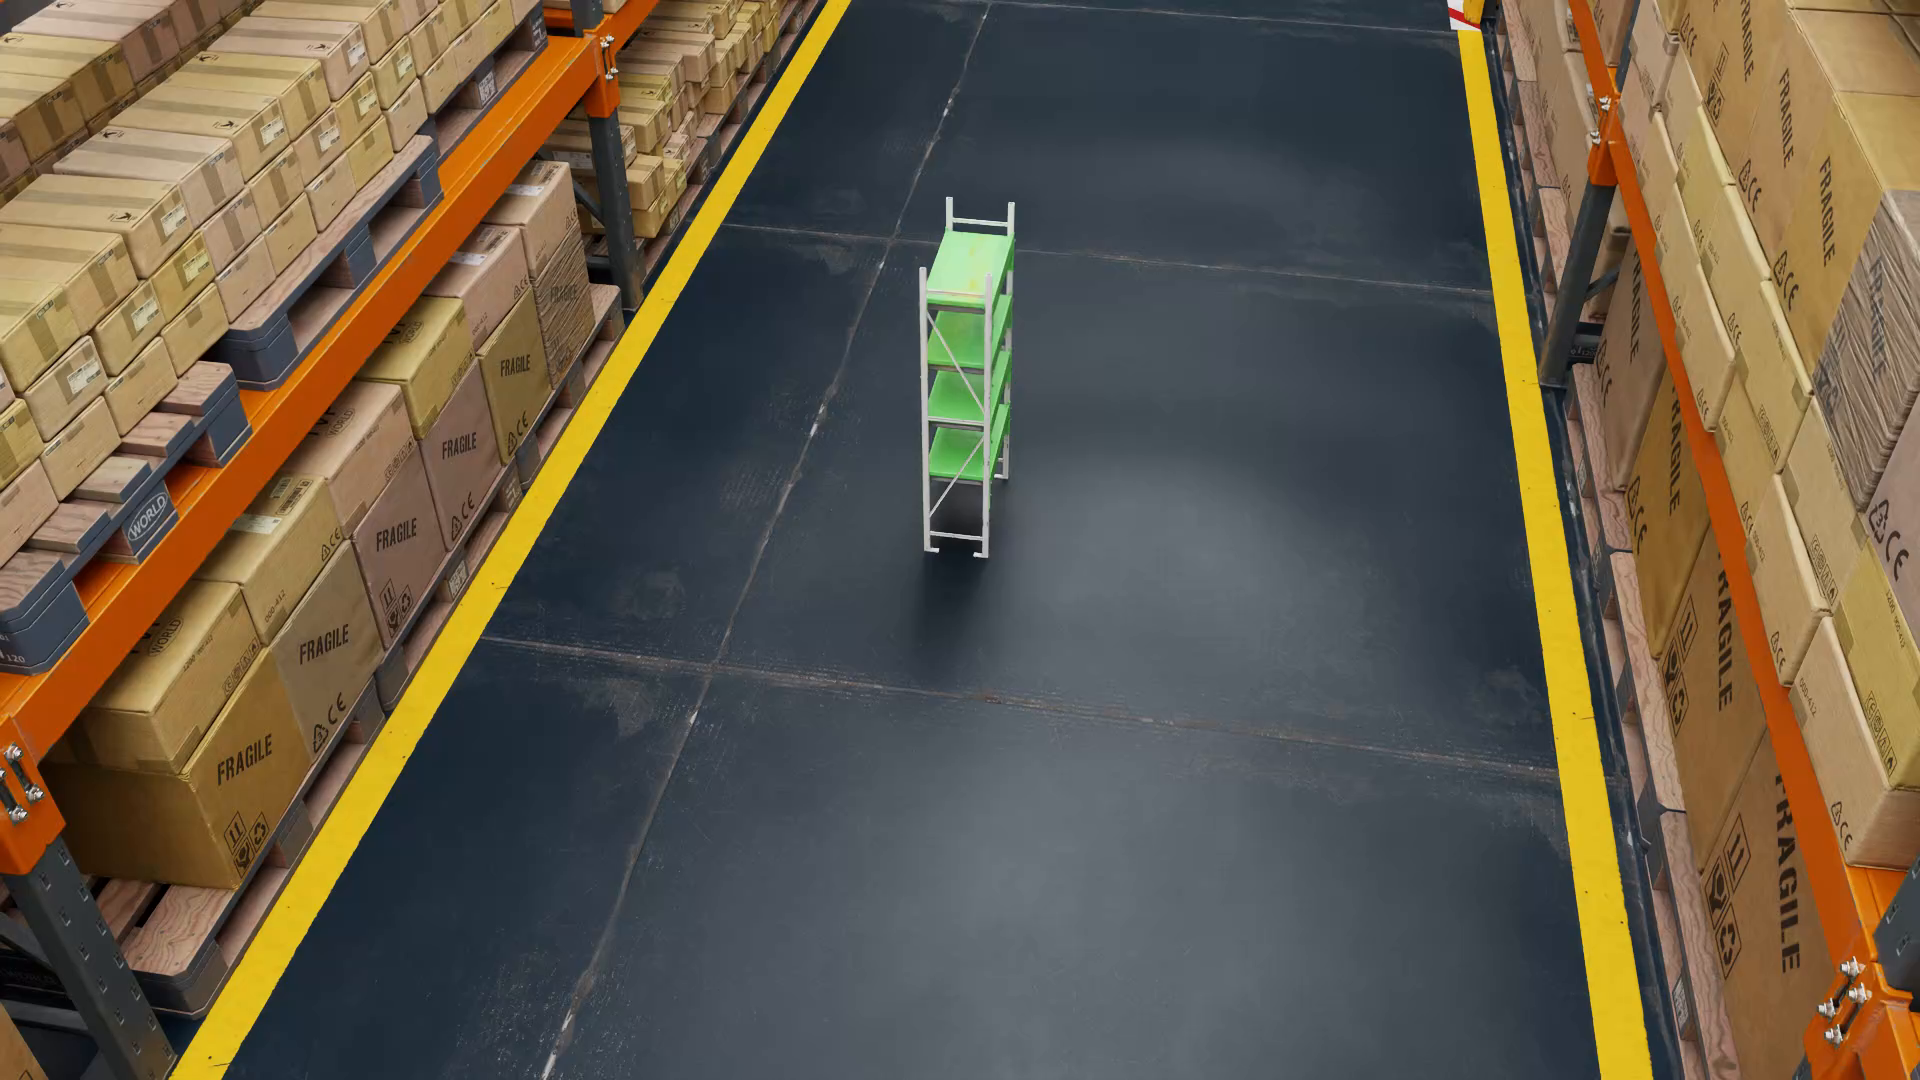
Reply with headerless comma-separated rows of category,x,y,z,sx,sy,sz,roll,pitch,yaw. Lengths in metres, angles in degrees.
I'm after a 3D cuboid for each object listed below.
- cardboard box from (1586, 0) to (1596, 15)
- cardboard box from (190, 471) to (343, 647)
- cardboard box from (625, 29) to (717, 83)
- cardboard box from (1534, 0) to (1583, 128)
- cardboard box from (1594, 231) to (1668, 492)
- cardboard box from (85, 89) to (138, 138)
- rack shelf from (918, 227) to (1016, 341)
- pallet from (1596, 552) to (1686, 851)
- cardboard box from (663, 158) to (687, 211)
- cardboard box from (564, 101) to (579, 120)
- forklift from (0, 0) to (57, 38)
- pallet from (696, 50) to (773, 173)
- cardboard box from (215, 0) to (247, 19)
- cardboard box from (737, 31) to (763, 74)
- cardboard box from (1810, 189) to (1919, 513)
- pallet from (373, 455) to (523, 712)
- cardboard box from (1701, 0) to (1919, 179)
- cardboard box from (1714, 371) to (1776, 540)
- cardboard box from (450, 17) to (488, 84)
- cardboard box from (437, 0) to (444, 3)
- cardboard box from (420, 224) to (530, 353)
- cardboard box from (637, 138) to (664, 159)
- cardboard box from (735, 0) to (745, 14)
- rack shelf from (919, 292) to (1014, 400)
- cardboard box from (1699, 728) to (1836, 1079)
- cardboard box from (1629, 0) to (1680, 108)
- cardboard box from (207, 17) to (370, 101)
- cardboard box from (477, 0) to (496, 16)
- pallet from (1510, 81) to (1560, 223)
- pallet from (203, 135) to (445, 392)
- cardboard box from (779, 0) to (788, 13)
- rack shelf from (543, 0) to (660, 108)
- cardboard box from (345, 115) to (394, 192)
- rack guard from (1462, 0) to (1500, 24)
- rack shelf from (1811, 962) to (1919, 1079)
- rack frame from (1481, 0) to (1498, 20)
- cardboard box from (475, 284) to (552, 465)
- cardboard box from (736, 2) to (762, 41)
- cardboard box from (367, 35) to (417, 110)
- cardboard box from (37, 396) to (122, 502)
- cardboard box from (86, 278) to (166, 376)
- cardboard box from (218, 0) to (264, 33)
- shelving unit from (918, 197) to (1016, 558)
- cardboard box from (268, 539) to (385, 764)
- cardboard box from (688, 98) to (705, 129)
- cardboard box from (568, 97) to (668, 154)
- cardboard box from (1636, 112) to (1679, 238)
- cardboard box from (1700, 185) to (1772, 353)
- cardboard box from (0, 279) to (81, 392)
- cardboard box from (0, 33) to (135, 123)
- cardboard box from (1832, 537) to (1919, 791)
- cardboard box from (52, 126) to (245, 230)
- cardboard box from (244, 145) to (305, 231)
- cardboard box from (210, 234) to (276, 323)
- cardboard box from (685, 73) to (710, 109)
cardboard box,2.864,-2.466,6.800,0.500,0.500,0.500,5,40,7
cardboard box,-2.188,0.032,4.901,0.500,0.250,0.500,6,40,7
cardboard box,-1.429,-2.400,8.240,0.380,0.149,0.250,7,40,9
cardboard box,3.478,-2.469,8.563,0.875,0.438,0.875,7,40,9
cardboard box,2.923,-0.730,6.116,0.875,0.875,0.875,8,40,9
cardboard box,-2.731,-1.268,5.064,0.380,0.149,0.250,6,40,7
rack shelf,0.029,-0.887,5.728,0.258,0.148,0.480,6,40,8
pallet,2.684,0.551,5.418,1.003,0.211,1.213,6,40,8
cardboard box,-1.515,-1.690,7.848,0.380,0.149,0.250,8,40,9
cardboard box,-1.996,-2.165,8.189,0.380,0.149,0.250,7,40,8
forklift,-4.634,-2.018,6.391,1.130,2.935,3.031,8,40,9
pallet,-1.651,-2.386,8.970,1.003,0.211,1.213,6,40,8
cardboard box,-2.597,-1.872,5.561,0.380,0.149,0.250,6,40,7
cardboard box,-1.289,-2.666,9.028,0.380,0.149,0.250,7,40,9
cardboard box,2.172,-0.374,3.486,0.500,0.500,0.500,7,40,8
pallet,-2.283,0.064,6.006,1.003,0.211,1.213,6,40,8
cardboard box,2.443,-1.327,4.638,0.500,0.500,0.500,5,40,7
cardboard box,2.268,-0.199,4.254,0.500,0.250,0.500,6,40,7
cardboard box,-1.904,-1.742,5.870,0.380,0.149,0.250,6,40,8
cardboard box,-1.910,-1.957,5.664,0.380,0.149,0.250,5,40,6
cardboard box,-1.923,-0.938,6.074,0.500,0.250,0.500,8,40,10
cardboard box,-1.608,-1.806,7.754,0.380,0.149,0.250,7,40,8
cardboard box,-1.364,-2.898,8.842,0.380,0.149,0.250,5,40,6
rack shelf,0.029,-0.702,5.881,0.258,0.148,0.480,6,40,8
cardboard box,2.461,0.958,4.075,0.875,0.875,0.875,6,40,7
cardboard box,2.598,-1.674,5.647,0.500,0.250,0.500,5,40,6
cardboard box,-2.044,-1.470,5.075,0.380,0.149,0.250,5,40,6
cardboard box,-1.860,-2.010,5.961,0.380,0.149,0.250,7,40,8
pallet,3.369,-1.946,8.439,1.003,0.211,1.213,6,40,8
pallet,-2.331,-0.930,5.171,1.003,0.211,1.213,6,40,8
cardboard box,-1.210,-3.158,9.624,0.380,0.149,0.250,6,40,7
rack shelf,-1.595,-3.245,8.385,1.077,0.370,4.000,6,40,8
cardboard box,-2.037,-1.243,5.267,0.380,0.149,0.250,8,40,10
rack guard,3.648,-3.347,9.905,1.175,0.500,0.348,6,40,8
rack shelf,1.914,2.258,1.729,1.077,0.370,4.000,6,40,8
rack frame,3.644,-4.295,9.091,1.000,3.000,0.127,6,40,8
cardboard box,-1.910,-0.651,6.316,0.500,0.500,0.500,6,40,7
cardboard box,-1.287,-2.781,8.934,0.380,0.149,0.250,8,40,10
cardboard box,-1.995,-1.519,5.367,0.380,0.149,0.250,4,40,5
cardboard box,-2.310,-0.249,4.064,0.380,0.149,0.250,8,40,10
cardboard box,-2.264,-0.556,4.202,0.380,0.149,0.250,5,40,6
cardboard box,-2.594,-1.762,5.661,0.380,0.149,0.250,5,40,6
shelving unit,0.029,-0.566,5.993,0.258,1.200,0.503,6,40,8
cardboard box,-2.176,0.313,5.149,0.500,0.500,0.500,7,40,8
cardboard box,-1.517,-2.189,8.452,0.380,0.149,0.250,5,40,6
cardboard box,-1.571,-1.919,7.658,0.380,0.149,0.250,8,40,10
cardboard box,2.528,-1.155,5.410,0.500,0.250,0.500,5,40,7
cardboard box,2.337,-0.713,4.483,0.500,0.250,0.500,5,40,6
cardboard box,-2.318,-0.489,3.888,0.380,0.149,0.250,5,40,6
cardboard box,-2.728,-1.384,4.970,0.380,0.149,0.250,8,40,9
cardboard box,2.093,0.259,3.308,0.500,0.250,0.500,6,40,8
cardboard box,-2.180,-0.978,4.480,0.380,0.149,0.250,8,40,10
cardboard box,-2.130,-1.026,4.771,0.380,0.149,0.250,6,40,7
cardboard box,-2.175,-0.755,4.677,0.380,0.149,0.250,8,40,9
cardboard box,-1.481,-2.302,8.354,0.380,0.149,0.250,8,40,10
